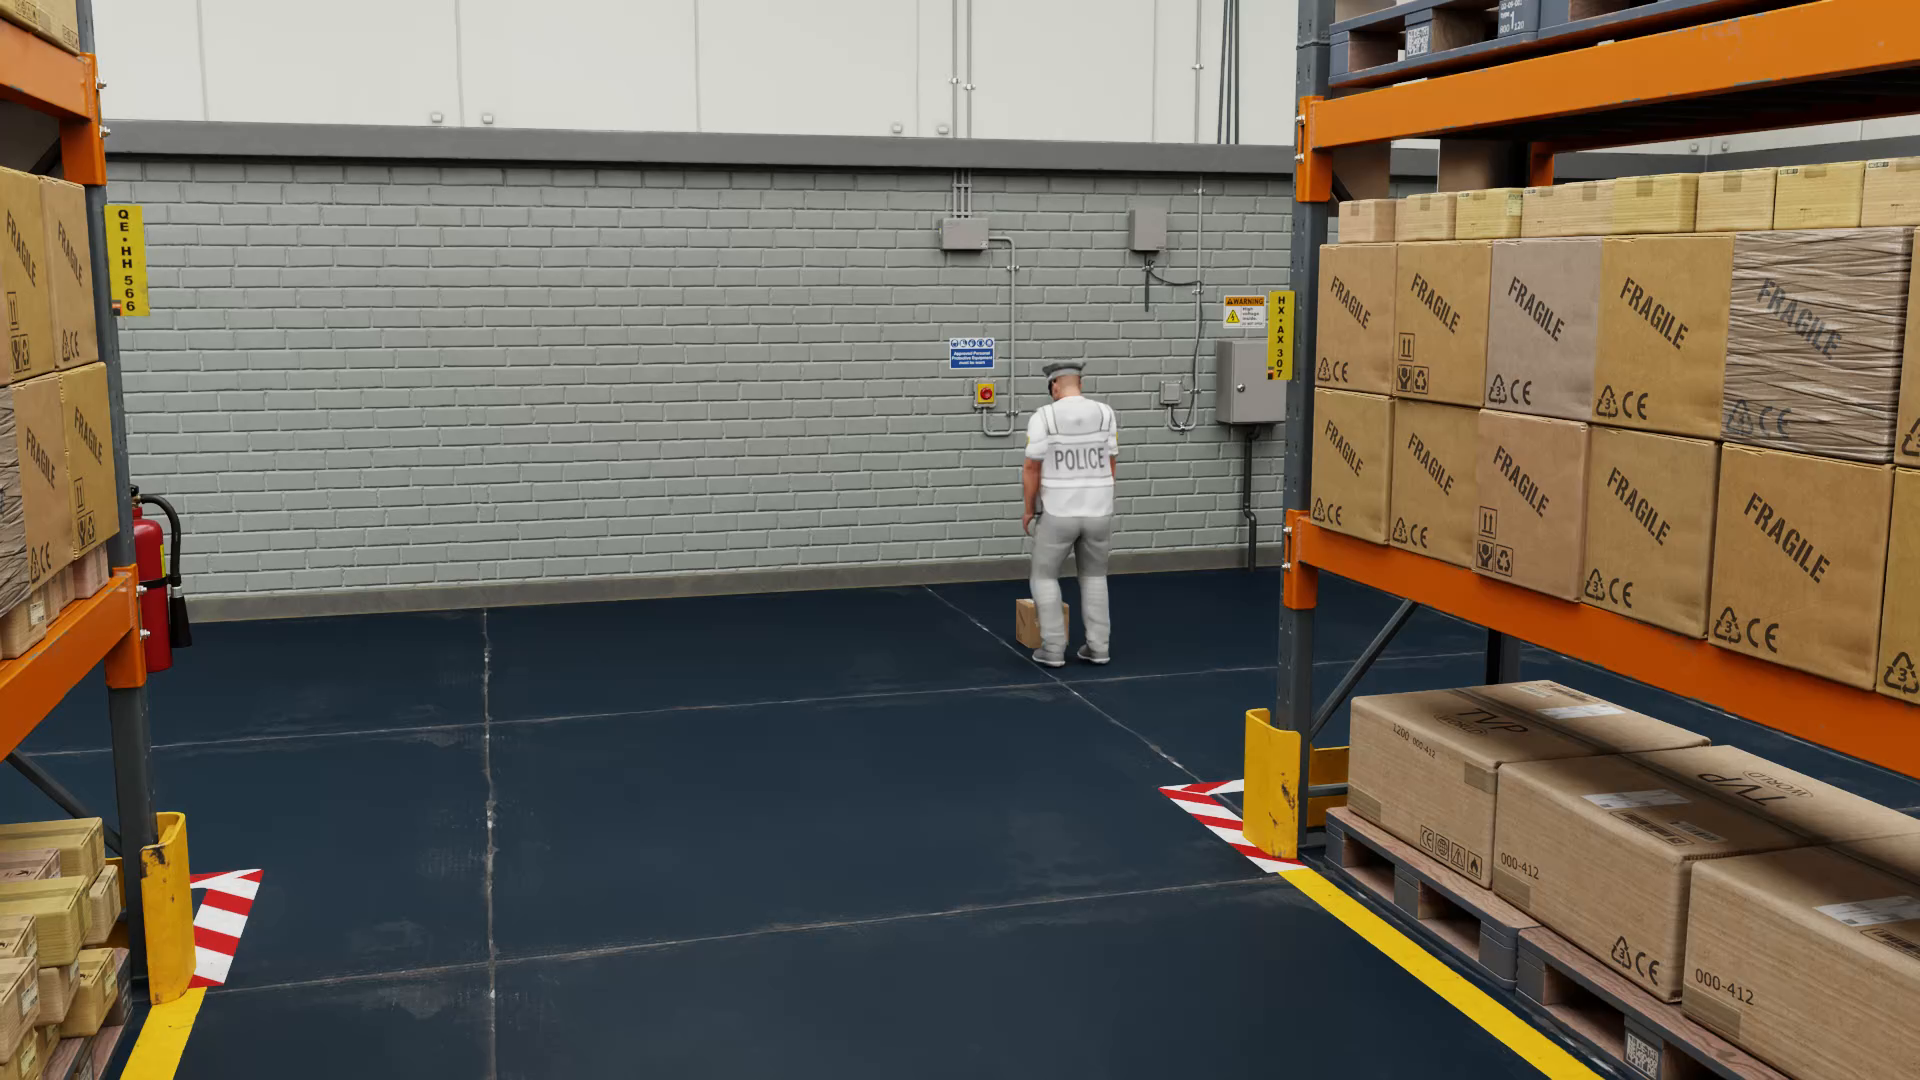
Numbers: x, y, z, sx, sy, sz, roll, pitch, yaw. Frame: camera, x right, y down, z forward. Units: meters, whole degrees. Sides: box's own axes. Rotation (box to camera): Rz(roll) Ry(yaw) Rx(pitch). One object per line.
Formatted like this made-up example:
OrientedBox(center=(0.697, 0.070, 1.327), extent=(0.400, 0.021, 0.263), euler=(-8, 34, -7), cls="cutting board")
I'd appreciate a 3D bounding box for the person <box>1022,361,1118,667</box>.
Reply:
OrientedBox(center=(0.613, -0.142, 9.372), extent=(0.547, 1.720, 0.440), euler=(-2, 9, -15), cls="person")
